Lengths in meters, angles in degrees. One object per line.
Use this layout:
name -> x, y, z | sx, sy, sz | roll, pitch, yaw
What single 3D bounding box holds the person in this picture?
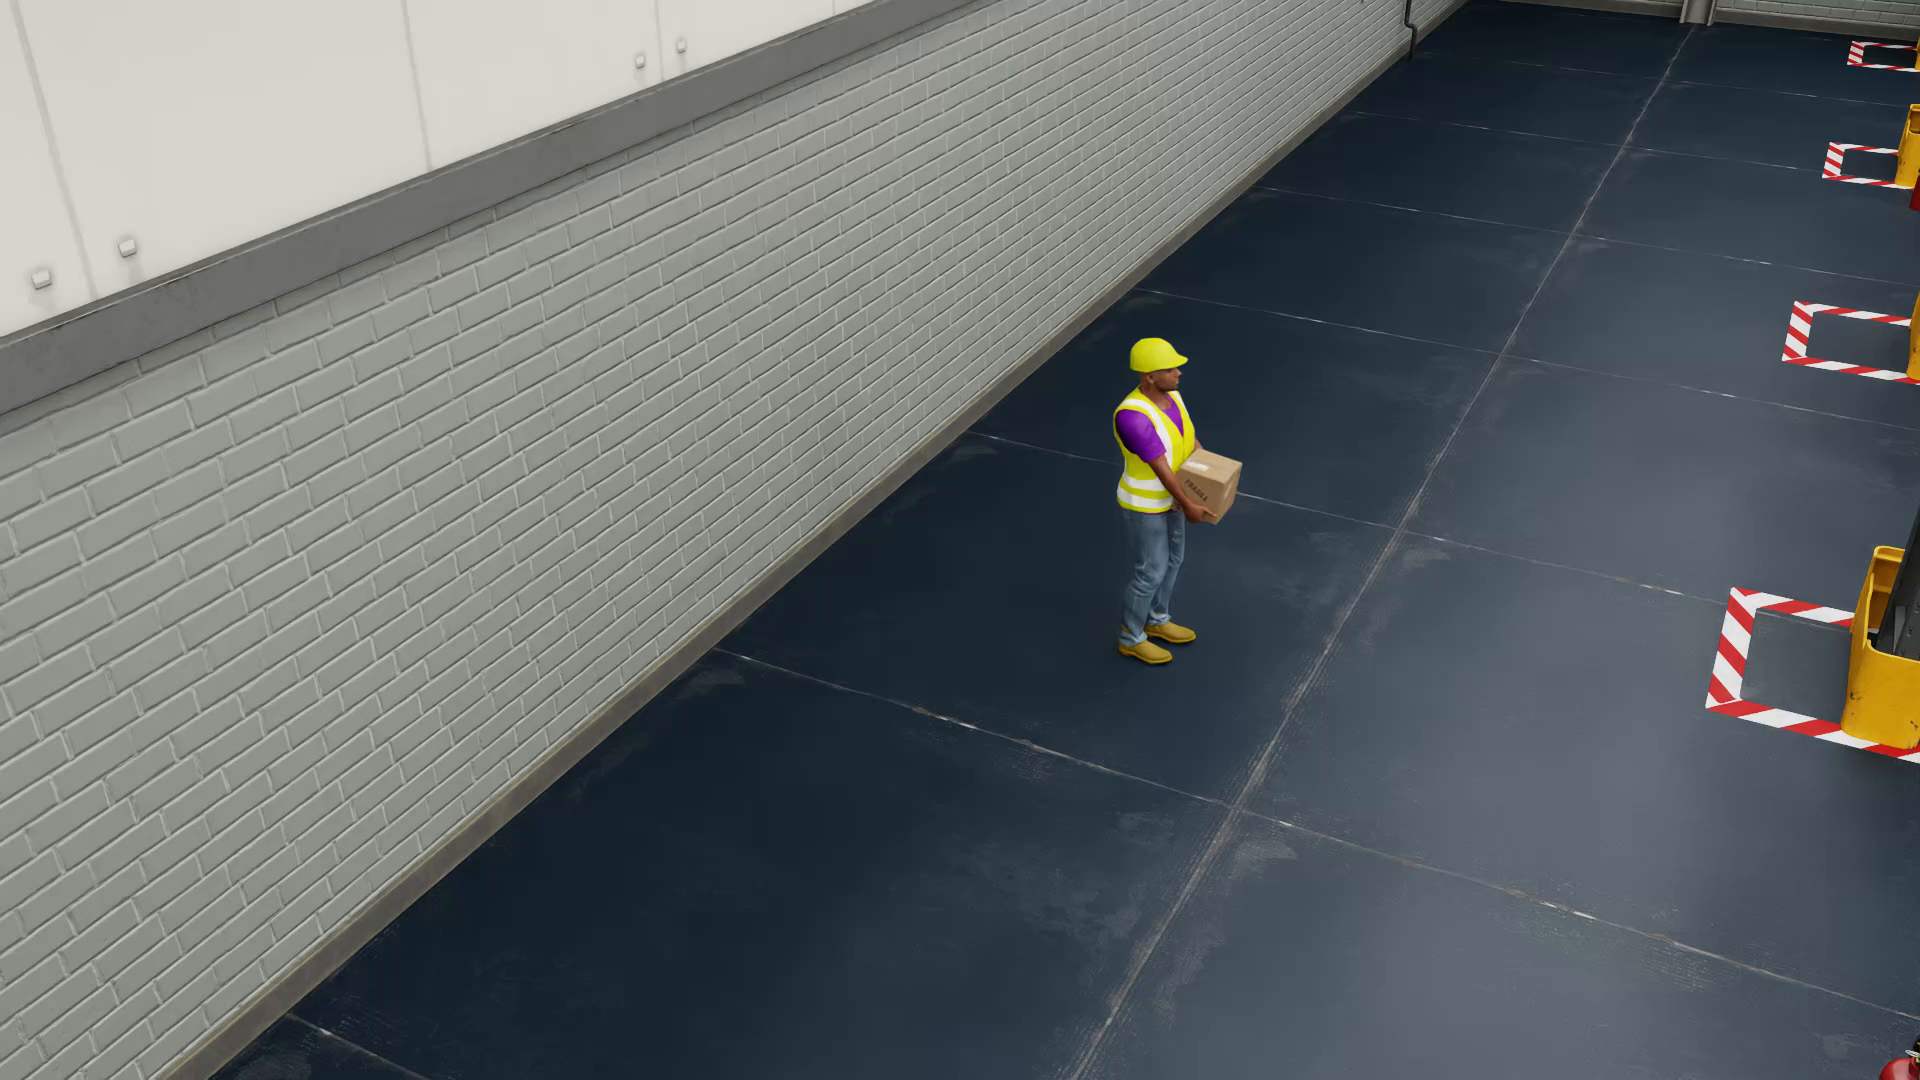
person -> 1.101, -0.193, 8.610 | 0.586, 1.760, 0.503 | 15, 33, 24
